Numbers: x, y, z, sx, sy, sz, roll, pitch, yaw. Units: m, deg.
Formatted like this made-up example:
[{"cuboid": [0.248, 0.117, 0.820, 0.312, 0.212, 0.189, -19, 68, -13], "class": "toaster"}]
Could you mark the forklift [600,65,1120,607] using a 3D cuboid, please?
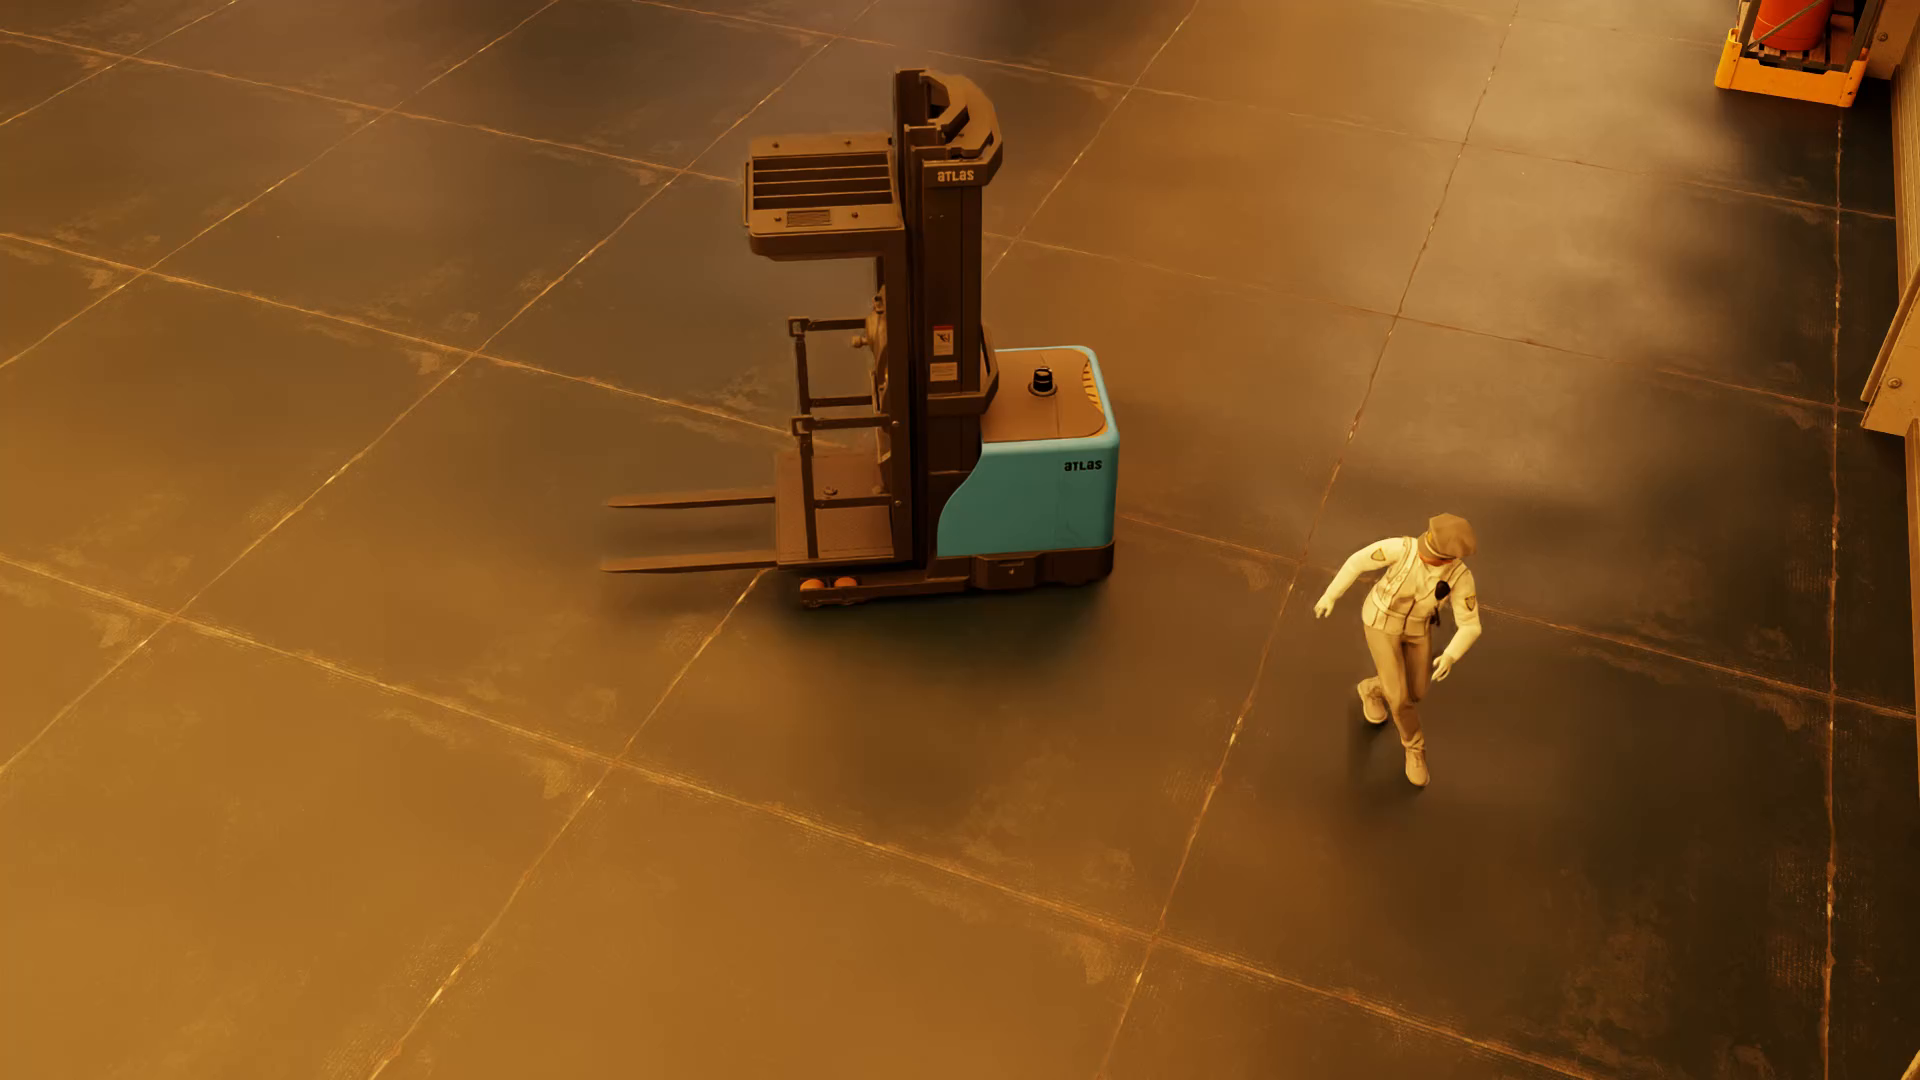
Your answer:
[{"cuboid": [-0.632, -1.084, 9.302, 3.031, 2.935, 1.130, -4, 40, -4], "class": "forklift"}]

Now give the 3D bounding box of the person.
[{"cuboid": [2.228, 0.517, 8.490, 0.742, 1.563, 0.777, -2, 40, -2], "class": "person"}]
